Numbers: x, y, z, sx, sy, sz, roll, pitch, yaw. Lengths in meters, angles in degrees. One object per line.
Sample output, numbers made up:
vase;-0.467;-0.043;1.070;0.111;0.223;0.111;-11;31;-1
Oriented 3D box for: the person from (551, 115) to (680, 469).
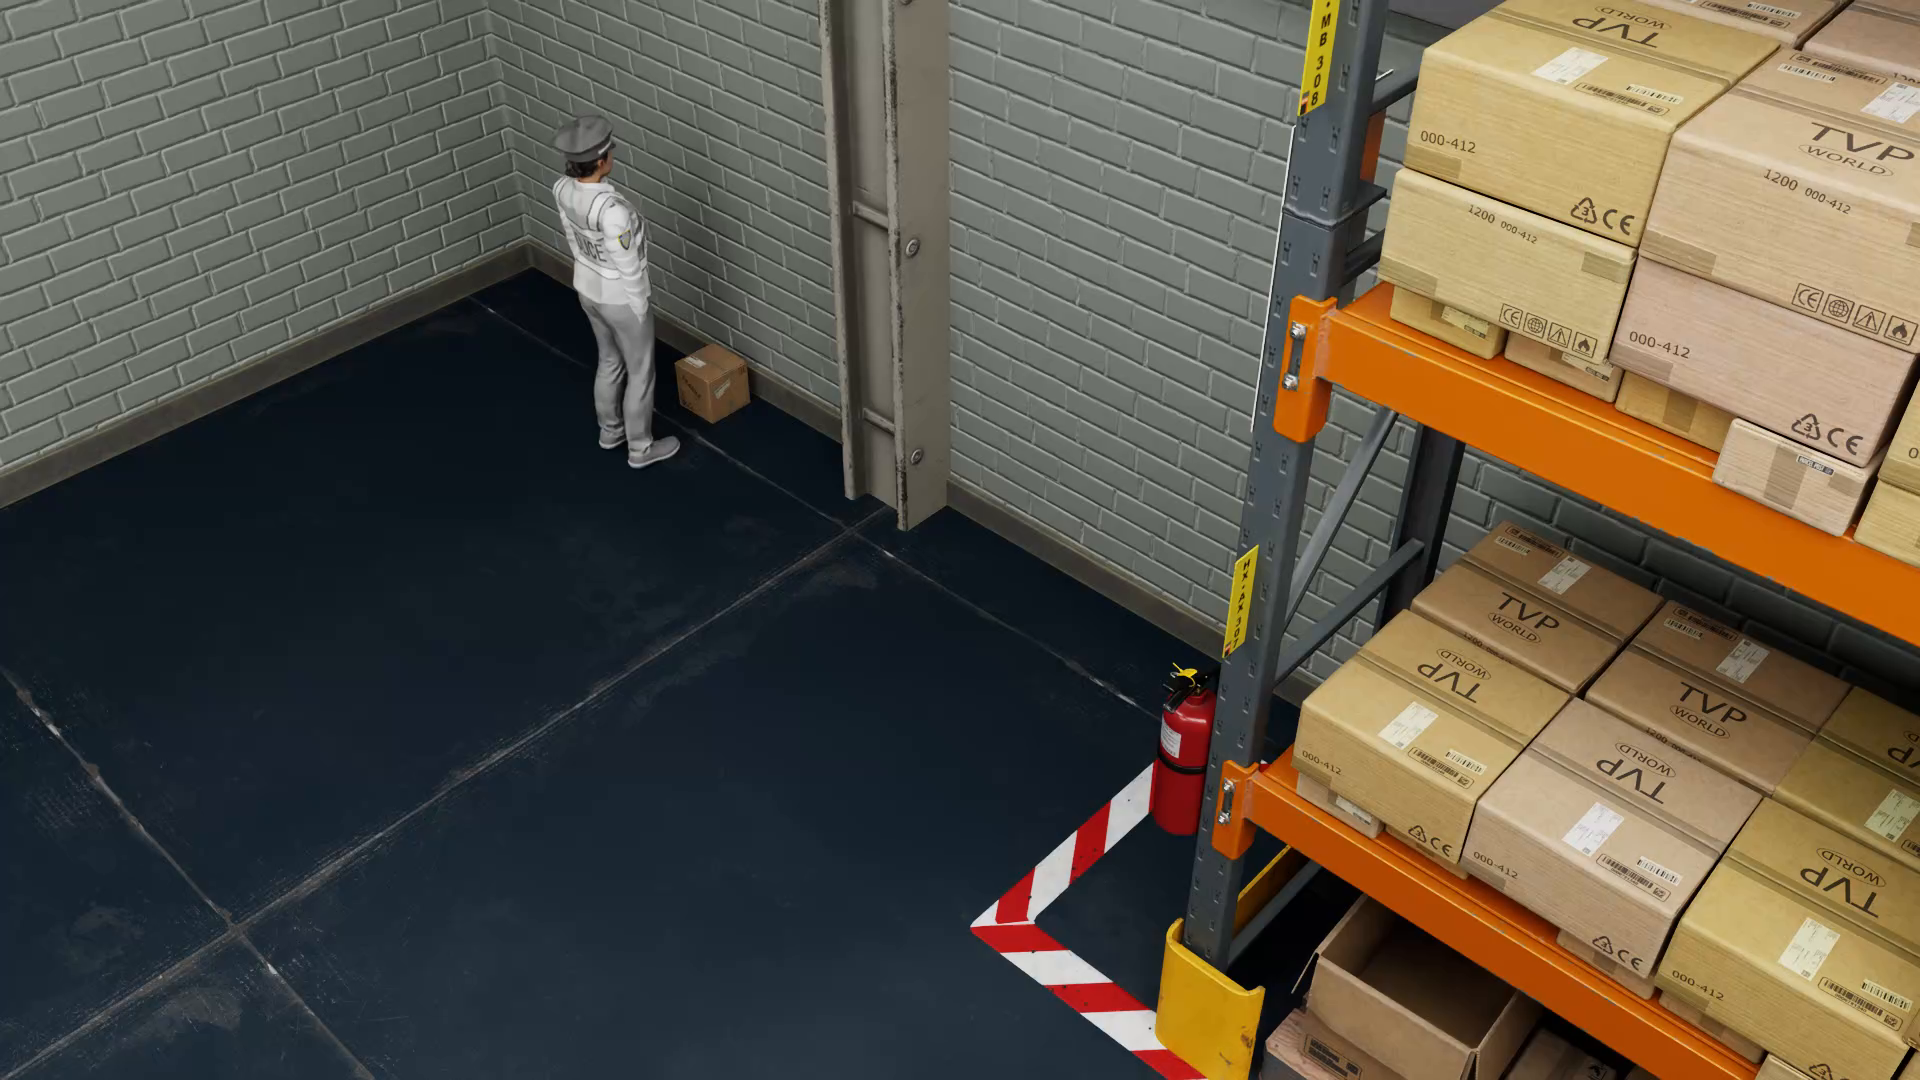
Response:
person;-1.550;-1.103;7.487;0.467;1.671;0.330;32;49;33
